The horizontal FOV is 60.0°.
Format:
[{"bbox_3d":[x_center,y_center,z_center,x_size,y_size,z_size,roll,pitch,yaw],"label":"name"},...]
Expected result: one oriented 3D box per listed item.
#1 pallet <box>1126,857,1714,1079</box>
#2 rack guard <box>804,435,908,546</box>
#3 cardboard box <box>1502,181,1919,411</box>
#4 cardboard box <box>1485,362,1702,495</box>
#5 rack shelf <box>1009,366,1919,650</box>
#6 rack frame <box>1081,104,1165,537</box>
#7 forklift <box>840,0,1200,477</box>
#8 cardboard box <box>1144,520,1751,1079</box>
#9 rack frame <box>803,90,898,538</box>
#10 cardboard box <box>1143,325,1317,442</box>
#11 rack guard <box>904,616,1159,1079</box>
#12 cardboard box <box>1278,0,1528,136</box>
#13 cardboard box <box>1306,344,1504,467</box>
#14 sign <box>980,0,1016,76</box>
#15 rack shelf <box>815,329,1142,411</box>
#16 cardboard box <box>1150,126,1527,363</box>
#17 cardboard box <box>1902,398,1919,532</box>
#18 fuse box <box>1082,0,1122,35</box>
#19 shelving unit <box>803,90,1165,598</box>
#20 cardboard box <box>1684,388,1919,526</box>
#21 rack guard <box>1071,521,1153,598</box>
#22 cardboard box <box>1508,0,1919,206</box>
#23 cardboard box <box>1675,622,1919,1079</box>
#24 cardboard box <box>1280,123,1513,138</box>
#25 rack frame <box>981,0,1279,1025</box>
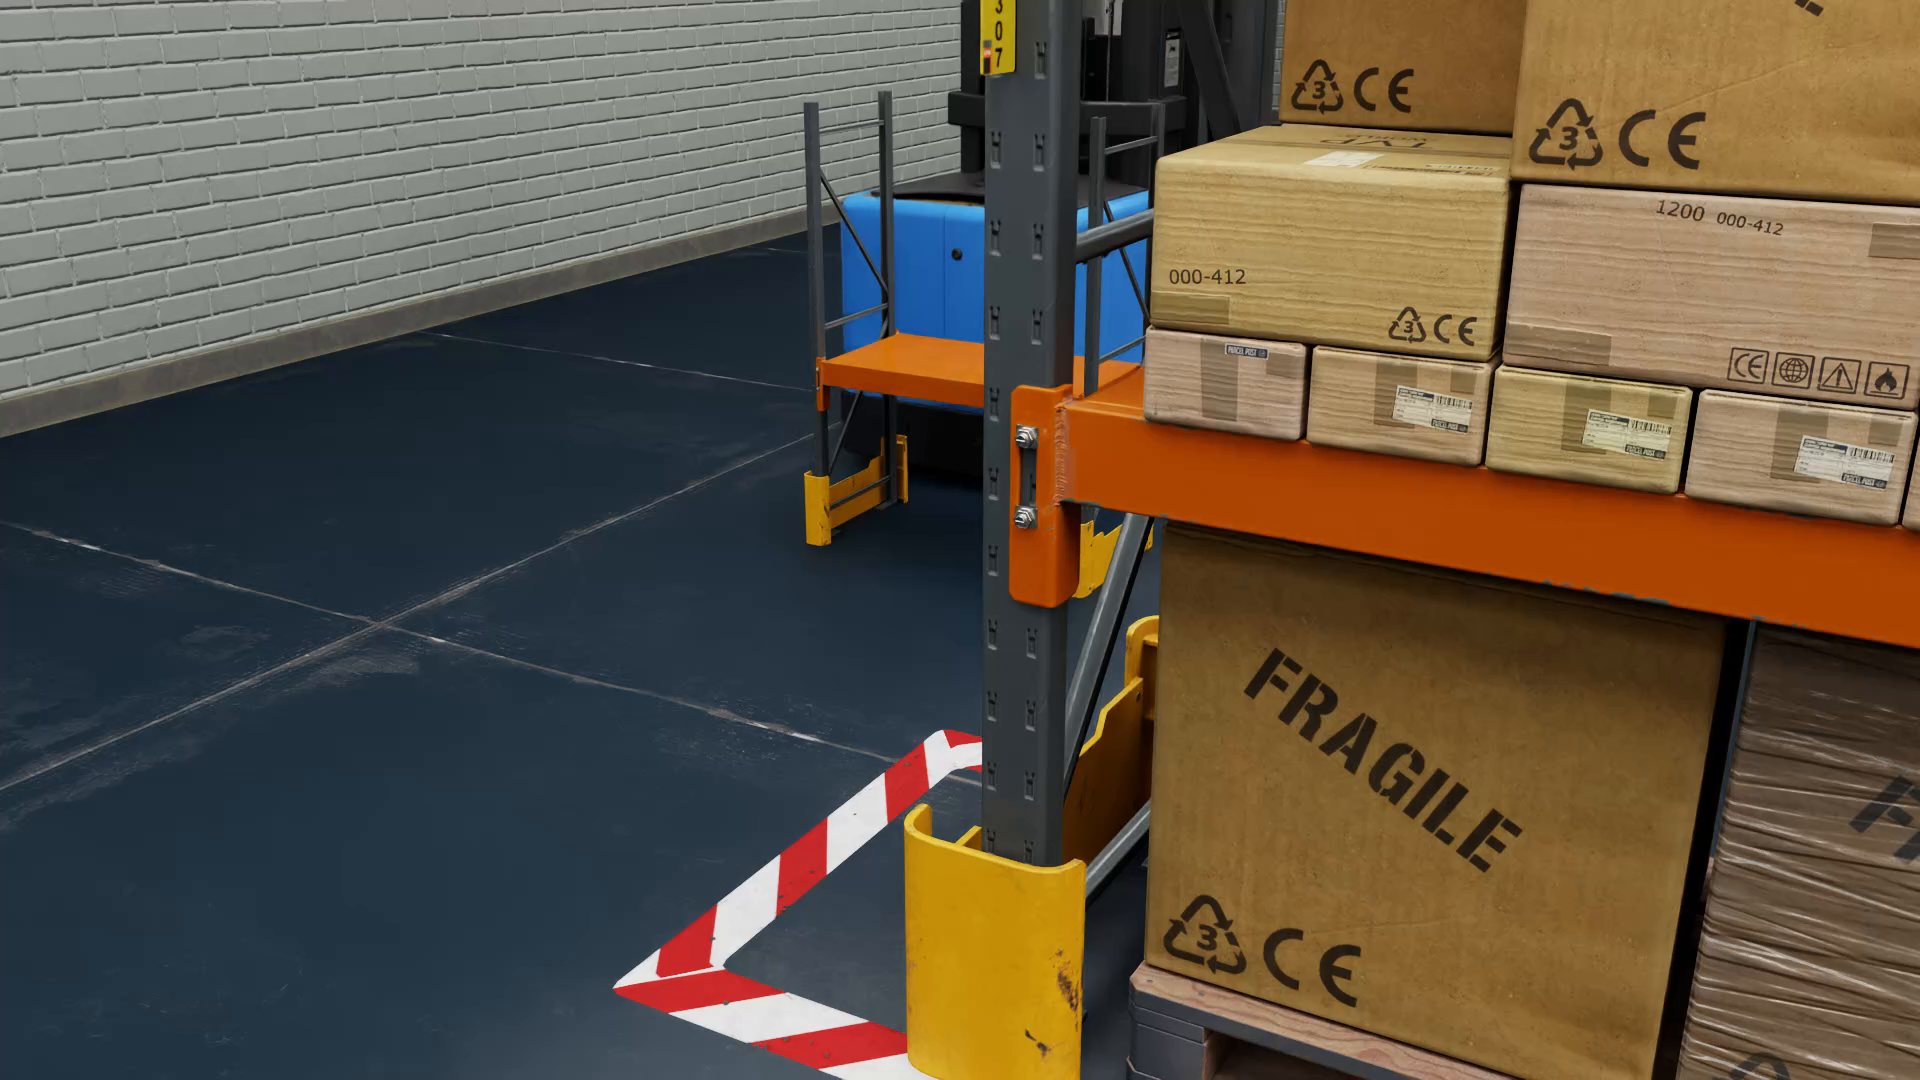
[{"bbox_3d":[1.068,0.857,3.194,1.213,0.211,1.003,11,23,27],"label":"pallet"},{"bbox_3d":[-0.368,-0.188,6.016,0.087,0.250,0.587,11,23,27],"label":"rack guard"},{"bbox_3d":[1.076,-0.389,2.321,0.500,0.250,0.500,10,22,27],"label":"cardboard box"},{"bbox_3d":[0.929,-0.204,2.397,0.250,0.149,0.380,10,22,26],"label":"cardboard box"},{"bbox_3d":[2.078,0.107,2.227,4.000,0.370,1.077,11,23,27],"label":"rack shelf"},{"bbox_3d":[0.518,-0.606,5.337,0.032,1.500,0.500,11,23,27],"label":"rack frame"},{"bbox_3d":[0.722,-2.023,7.144,1.130,2.935,3.031,12,23,29],"label":"forklift"},{"bbox_3d":[0.930,0.320,3.084,0.875,0.875,0.875,11,23,27],"label":"cardboard box"},{"bbox_3d":[-0.369,-0.775,5.803,0.032,1.500,0.500,11,23,27],"label":"rack frame"},{"bbox_3d":[0.481,-0.289,2.630,0.250,0.149,0.380,11,23,28],"label":"cardboard box"},{"bbox_3d":[0.311,0.607,3.458,0.348,0.500,1.175,11,23,27],"label":"rack guard"},{"bbox_3d":[0.885,-0.983,2.860,0.500,0.500,0.500,11,23,28],"label":"cardboard box"},{"bbox_3d":[0.706,-0.246,2.514,0.250,0.149,0.380,10,22,27],"label":"cardboard box"},{"bbox_3d":[0.056,-0.844,2.407,0.005,0.325,0.100,11,23,27],"label":"sign"},{"bbox_3d":[0.074,-0.522,5.632,1.000,0.185,0.538,11,23,27],"label":"rack shelf"},{"bbox_3d":[0.619,-0.473,2.554,0.500,0.250,0.500,10,22,26],"label":"cardboard box"},{"bbox_3d":[1.379,-0.118,2.161,0.250,0.149,0.380,10,22,26],"label":"cardboard box"},{"bbox_3d":[1.383,-4.440,15.597,0.414,1.711,0.539,11,23,27],"label":"fuse box"},{"bbox_3d":[0.067,-0.692,5.574,1.083,1.500,0.587,11,23,27],"label":"shelving unit"},{"bbox_3d":[1.158,-0.161,2.278,0.250,0.149,0.380,10,22,26],"label":"cardboard box"},{"bbox_3d":[0.501,-0.022,5.559,0.087,0.250,0.587,11,23,27],"label":"rack guard"},{"bbox_3d":[1.056,-0.742,2.197,0.500,0.500,0.500,10,22,26],"label":"cardboard box"},{"bbox_3d":[1.724,0.471,2.667,0.875,0.875,0.875,11,23,27],"label":"cardboard box"},{"bbox_3d":[0.884,-0.632,2.992,0.500,0.250,0.500,10,22,26],"label":"cardboard box"},{"bbox_3d":[0.332,-0.564,3.021,0.127,3.000,1.000,11,23,27],"label":"rack frame"}]
